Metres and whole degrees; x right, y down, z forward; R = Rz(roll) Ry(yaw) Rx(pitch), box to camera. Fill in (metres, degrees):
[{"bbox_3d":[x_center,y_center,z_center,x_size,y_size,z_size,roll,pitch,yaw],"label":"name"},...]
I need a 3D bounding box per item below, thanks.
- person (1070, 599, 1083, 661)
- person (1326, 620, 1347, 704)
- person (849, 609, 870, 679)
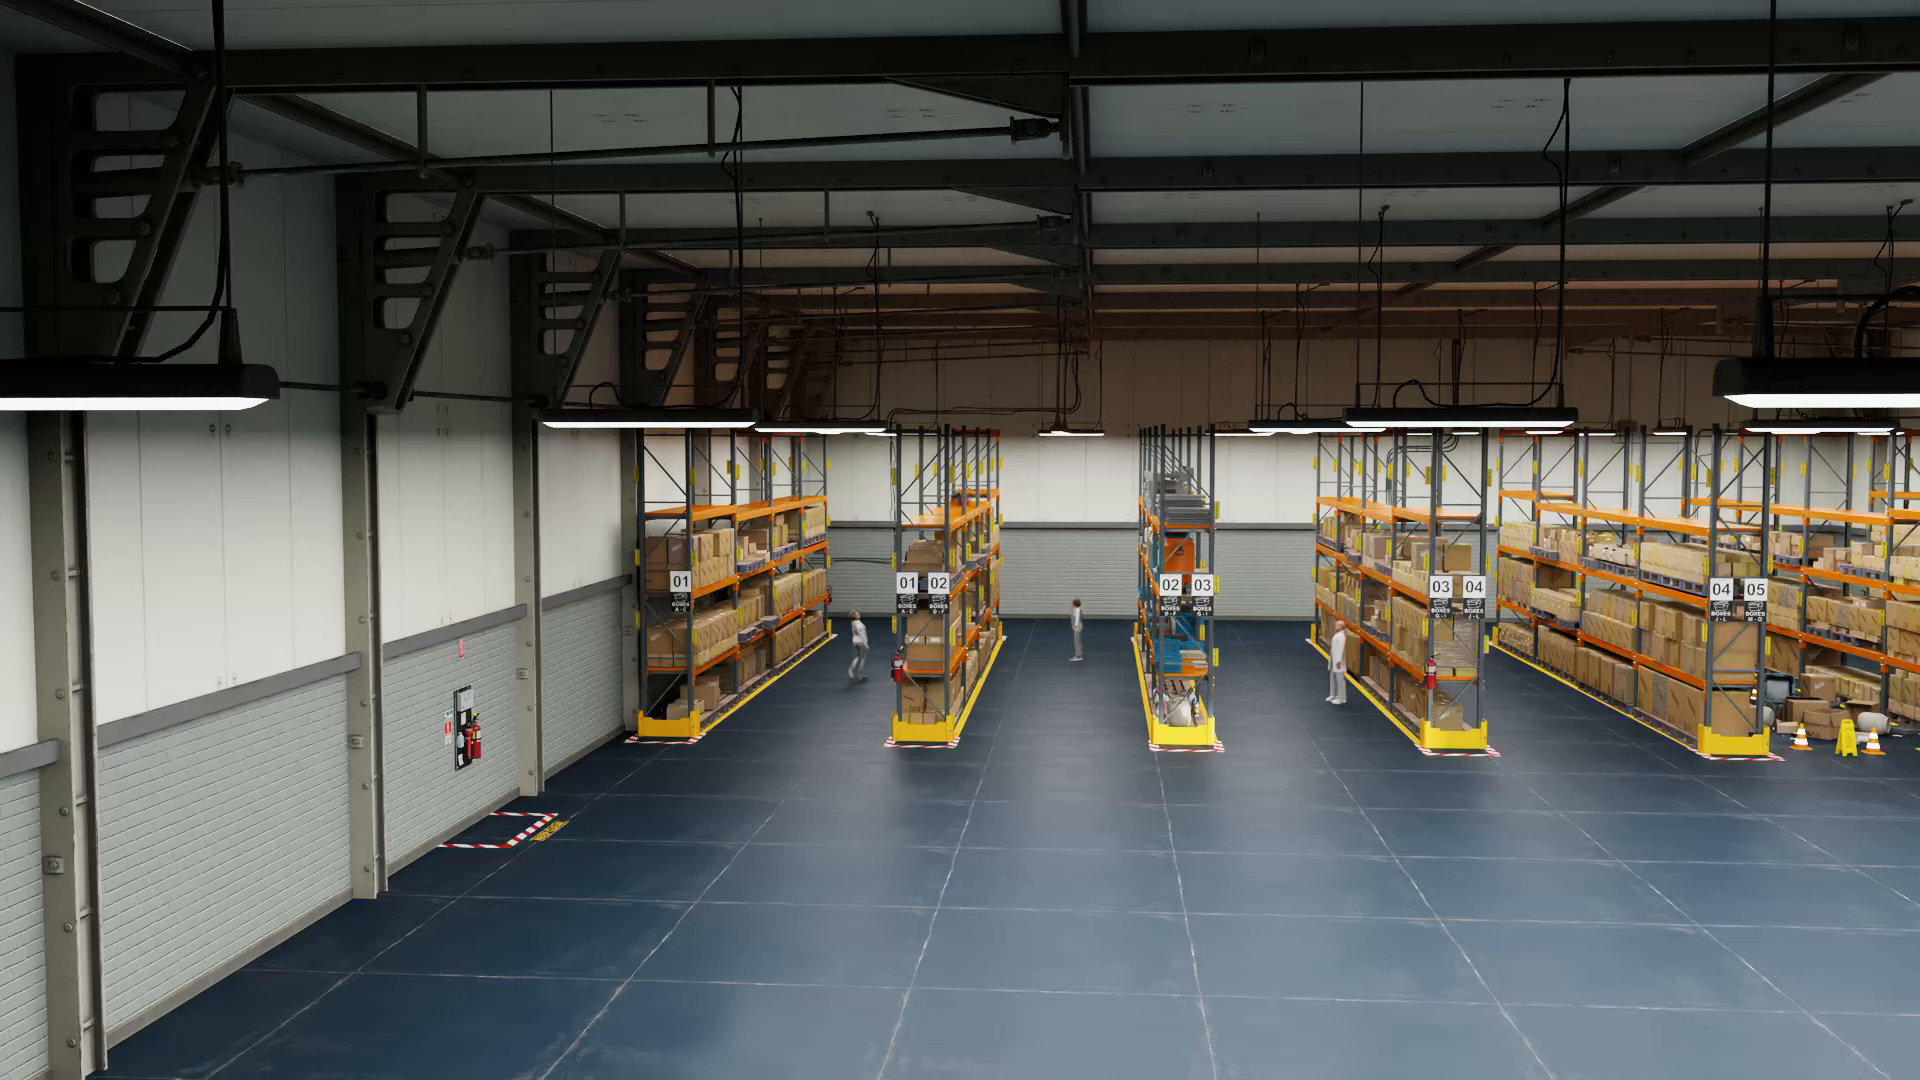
[{"bbox_3d":[3.004,2.311,42.857,0.342,1.609,0.496,1,4,9],"label":"person"},{"bbox_3d":[8.174,2.632,36.059,0.406,1.786,0.610,-1,4,-13],"label":"person"},{"bbox_3d":[-2.403,2.470,39.461,0.507,1.675,0.496,3,5,41],"label":"person"}]
